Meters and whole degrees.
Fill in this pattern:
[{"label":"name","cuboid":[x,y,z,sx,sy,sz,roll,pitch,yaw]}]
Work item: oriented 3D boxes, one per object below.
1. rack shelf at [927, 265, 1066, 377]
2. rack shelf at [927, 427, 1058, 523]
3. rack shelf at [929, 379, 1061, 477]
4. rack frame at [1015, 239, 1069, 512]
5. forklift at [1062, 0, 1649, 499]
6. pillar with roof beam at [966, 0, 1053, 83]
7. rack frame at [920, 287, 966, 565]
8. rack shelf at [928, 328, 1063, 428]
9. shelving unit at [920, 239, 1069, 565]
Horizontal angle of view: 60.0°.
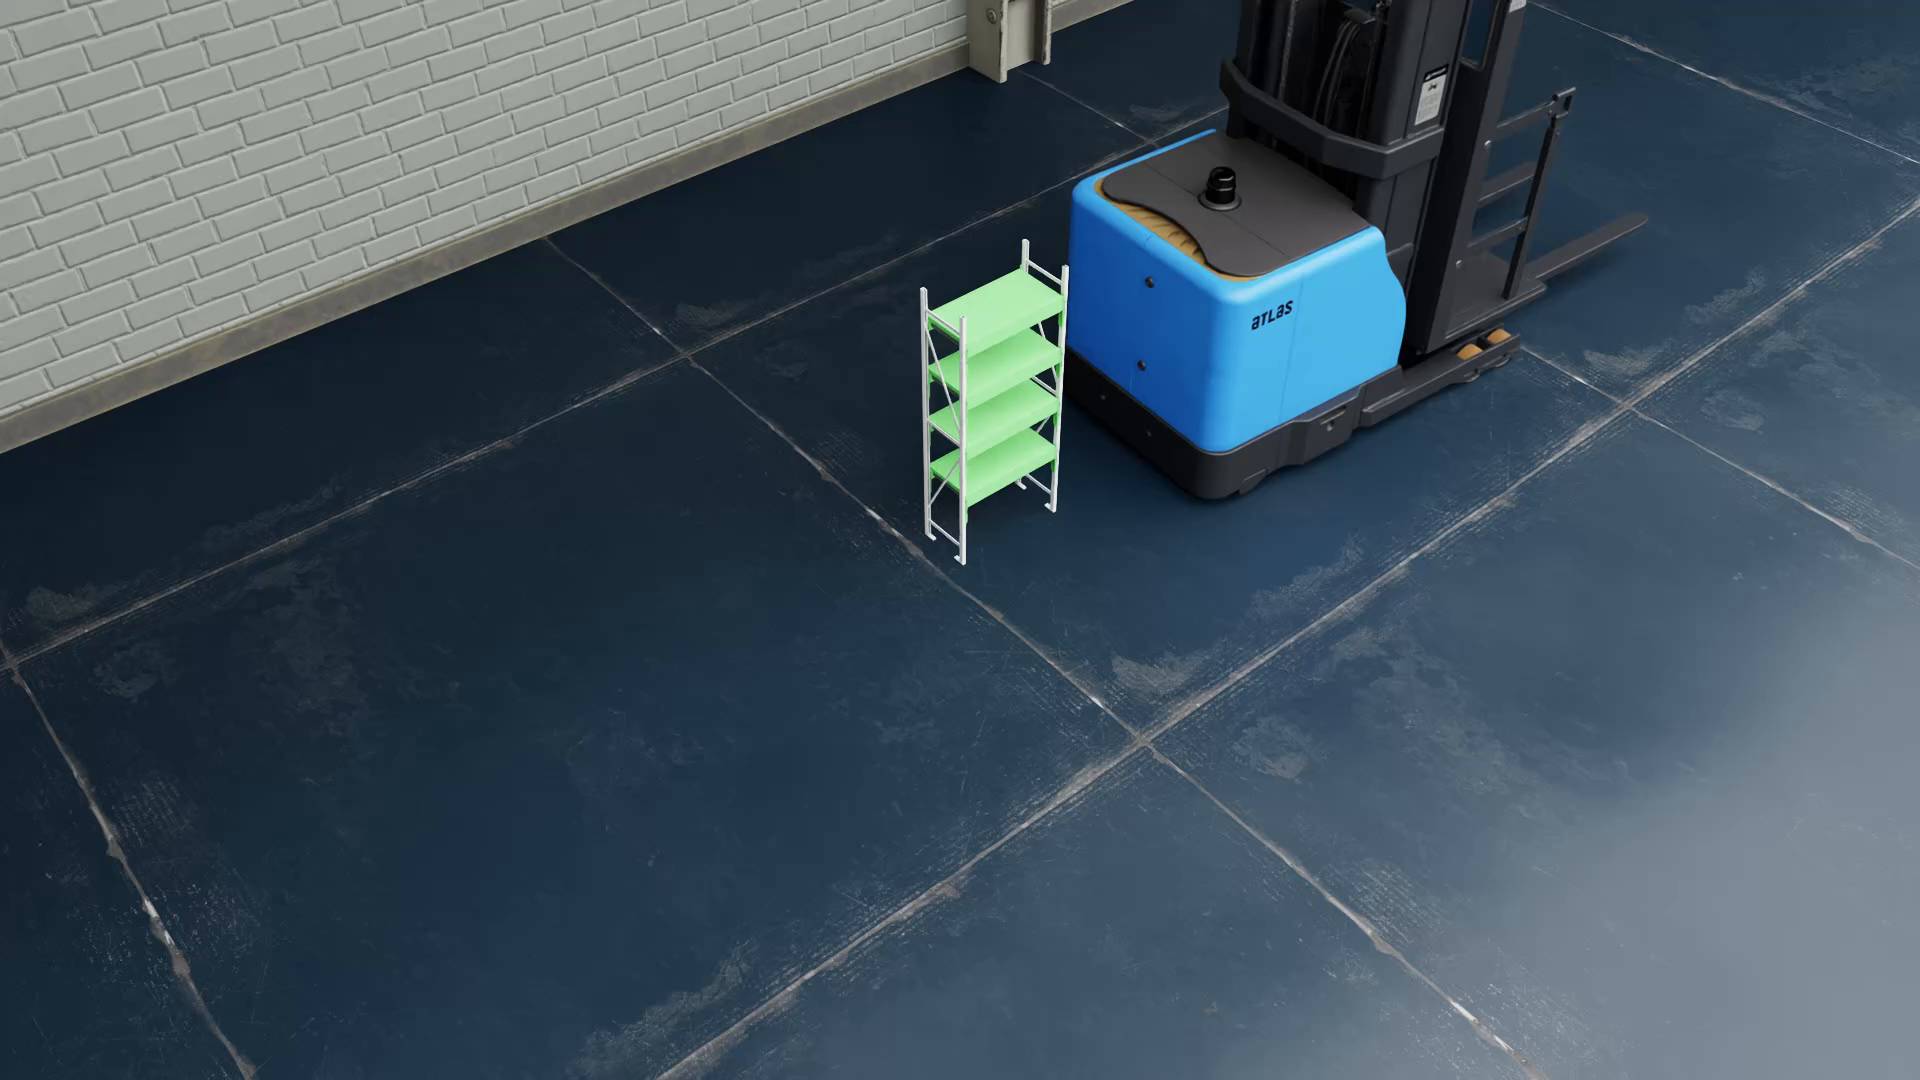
[{"label":"rack shelf","cuboid":[0.127,-0.813,6.132,0.480,0.148,0.258,-30,51,-28]},{"label":"rack shelf","cuboid":[0.127,-0.289,6.625,0.480,0.148,0.258,-30,51,-28]},{"label":"rack shelf","cuboid":[0.127,-0.463,6.460,0.480,0.148,0.258,-30,51,-28]},{"label":"rack frame","cuboid":[0.314,-0.617,6.531,0.015,1.200,0.240,-30,51,-28]},{"label":"forklift","cuboid":[1.930,-2.051,6.793,3.031,2.935,1.130,-26,49,-25]},{"label":"pillar with roof beam","cuboid":[3.044,-3.808,4.231,0.400,9.000,9.100,-30,51,-28]},{"label":"rack frame","cuboid":[-0.060,-0.403,6.303,0.015,1.200,0.240,-30,51,-28]},{"label":"rack shelf","cuboid":[0.127,-0.638,6.296,0.480,0.148,0.258,-30,51,-28]},{"label":"shelving unit","cuboid":[0.127,-0.510,6.417,0.503,1.200,0.258,-30,51,-28]}]
